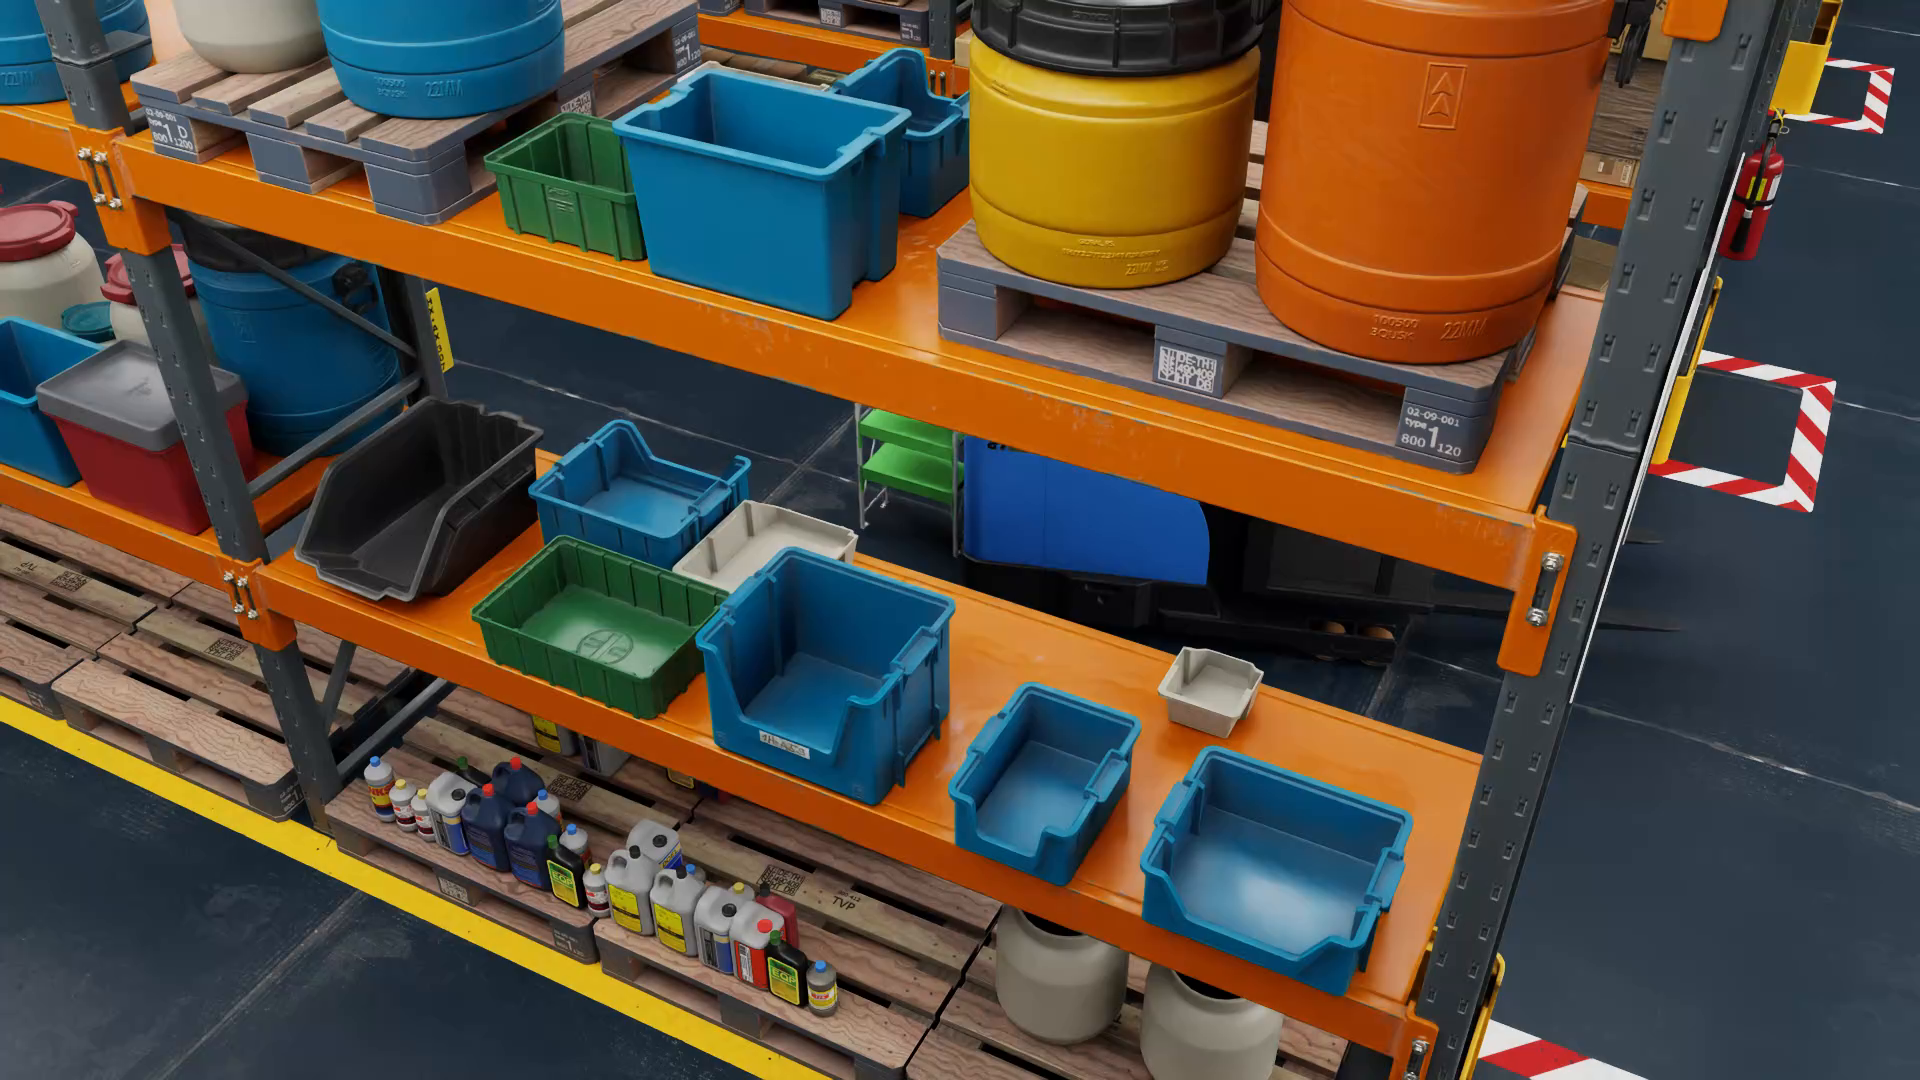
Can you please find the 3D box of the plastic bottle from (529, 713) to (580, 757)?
[{"bbox_3d":[-1.525,0.633,6.262,0.185,0.351,0.144,17,41,21],"label":"plastic bottle"}]

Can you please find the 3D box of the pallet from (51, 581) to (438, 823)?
[{"bbox_3d":[-2.878,0.565,6.831,1.213,0.211,1.003,17,41,21],"label":"pallet"}]

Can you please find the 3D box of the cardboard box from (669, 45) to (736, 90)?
[{"bbox_3d":[-1.828,-2.822,10.691,0.500,0.500,0.700,21,42,25],"label":"cardboard box"}]

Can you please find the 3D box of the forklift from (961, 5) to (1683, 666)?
[{"bbox_3d":[1.570,-0.983,6.621,3.031,2.935,1.130,6,38,8],"label":"forklift"}]

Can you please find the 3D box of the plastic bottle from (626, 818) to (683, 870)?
[{"bbox_3d":[-1.046,1.093,5.718,0.135,0.276,0.152,17,41,21],"label":"plastic bottle"}]

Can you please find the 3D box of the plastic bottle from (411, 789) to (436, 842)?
[{"bbox_3d":[-1.901,0.972,5.940,0.097,0.201,0.097,0,37,0],"label":"plastic bottle"}]

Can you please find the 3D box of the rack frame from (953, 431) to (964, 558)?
[{"bbox_3d":[0.029,-0.461,7.364,0.015,1.200,0.240,17,40,21],"label":"rack frame"}]

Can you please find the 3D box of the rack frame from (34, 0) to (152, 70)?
[{"bbox_3d":[-2.163,-2.738,3.914,0.127,3.000,1.000,17,41,21],"label":"rack frame"}]

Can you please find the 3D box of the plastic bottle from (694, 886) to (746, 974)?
[{"bbox_3d":[-0.778,1.275,5.478,0.135,0.276,0.152,16,40,20],"label":"plastic bottle"}]

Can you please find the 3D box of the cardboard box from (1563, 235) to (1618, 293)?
[{"bbox_3d":[3.120,-1.249,8.635,0.500,0.500,0.500,25,44,29],"label":"cardboard box"}]

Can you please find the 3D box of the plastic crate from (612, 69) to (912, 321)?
[{"bbox_3d":[-0.443,-0.793,3.846,0.575,0.384,0.392,17,41,21],"label":"plastic crate"}]

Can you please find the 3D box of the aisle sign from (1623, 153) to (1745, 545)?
[{"bbox_3d":[1.588,-0.409,3.658,0.004,0.787,0.394,17,41,21],"label":"aisle sign"}]

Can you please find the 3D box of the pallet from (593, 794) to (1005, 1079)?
[{"bbox_3d":[-0.498,1.310,5.850,1.213,0.211,1.003,17,41,21],"label":"pallet"}]

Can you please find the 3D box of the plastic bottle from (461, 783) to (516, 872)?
[{"bbox_3d":[-1.637,0.979,5.807,0.185,0.351,0.144,18,41,23],"label":"plastic bottle"}]

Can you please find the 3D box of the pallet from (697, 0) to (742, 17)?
[{"bbox_3d":[-1.660,-3.515,10.058,1.213,0.211,1.003,17,41,21],"label":"pallet"}]

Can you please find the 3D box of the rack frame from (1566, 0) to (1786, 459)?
[{"bbox_3d":[1.389,-1.626,2.449,0.127,3.000,1.000,17,41,21],"label":"rack frame"}]

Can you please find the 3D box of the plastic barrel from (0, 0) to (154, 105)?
[{"bbox_3d":[-2.714,-1.768,4.702,0.708,0.901,0.600,17,41,21],"label":"plastic barrel"}]

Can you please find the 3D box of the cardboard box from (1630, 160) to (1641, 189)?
[{"bbox_3d":[3.319,-1.764,7.800,0.250,0.149,0.380,17,41,21],"label":"cardboard box"}]

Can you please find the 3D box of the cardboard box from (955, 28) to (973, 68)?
[{"bbox_3d":[0.168,-2.686,9.016,0.250,0.149,0.380,17,41,21],"label":"cardboard box"}]

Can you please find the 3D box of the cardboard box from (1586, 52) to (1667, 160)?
[{"bbox_3d":[3.191,-2.221,7.867,0.500,0.500,0.875,17,41,21],"label":"cardboard box"}]

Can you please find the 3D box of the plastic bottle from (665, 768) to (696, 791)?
[{"bbox_3d":[-1.025,0.788,6.114,0.133,0.283,0.061,17,41,21],"label":"plastic bottle"}]

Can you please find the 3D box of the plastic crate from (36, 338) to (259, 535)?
[{"bbox_3d":[-2.733,-0.344,5.670,0.583,0.464,0.402,17,41,21],"label":"plastic crate"}]

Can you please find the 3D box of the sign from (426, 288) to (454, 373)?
[{"bbox_3d":[-1.900,-0.751,6.029,0.005,0.325,0.100,17,41,21],"label":"sign"}]

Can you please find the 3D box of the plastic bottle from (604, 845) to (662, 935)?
[{"bbox_3d":[-1.092,1.150,5.582,0.185,0.351,0.144,17,40,21],"label":"plastic bottle"}]

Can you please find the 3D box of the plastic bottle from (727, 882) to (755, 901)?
[{"bbox_3d":[-0.737,1.232,5.596,0.097,0.201,0.097,0,37,0],"label":"plastic bottle"}]

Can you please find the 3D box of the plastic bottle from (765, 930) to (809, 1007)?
[{"bbox_3d":[-0.555,1.373,5.344,0.133,0.283,0.061,18,41,23],"label":"plastic bottle"}]

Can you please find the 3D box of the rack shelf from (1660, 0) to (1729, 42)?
[{"bbox_3d":[-0.387,-1.736,3.520,4.000,0.370,1.077,17,41,21],"label":"rack shelf"}]

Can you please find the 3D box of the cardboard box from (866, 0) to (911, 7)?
[{"bbox_3d":[-0.526,-3.710,9.313,1.000,1.000,1.000,18,41,22],"label":"cardboard box"}]

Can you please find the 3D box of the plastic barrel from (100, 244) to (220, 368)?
[{"bbox_3d":[-2.911,-0.786,6.192,0.433,0.535,0.433,0,37,0],"label":"plastic barrel"}]

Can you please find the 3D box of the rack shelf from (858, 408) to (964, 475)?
[{"bbox_3d":[-0.189,-0.476,7.490,0.480,0.148,0.258,17,40,21],"label":"rack shelf"}]

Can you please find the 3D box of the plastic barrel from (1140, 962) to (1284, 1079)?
[{"bbox_3d":[0.770,1.446,5.075,0.421,0.512,0.421,0,37,0],"label":"plastic barrel"}]

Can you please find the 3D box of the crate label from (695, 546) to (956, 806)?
[{"bbox_3d":[-0.370,0.383,4.735,0.616,0.435,0.502,17,41,21],"label":"crate label"}]

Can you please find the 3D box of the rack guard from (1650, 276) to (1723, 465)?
[{"bbox_3d":[3.599,-0.921,8.549,0.348,0.500,1.175,17,41,21],"label":"rack guard"}]

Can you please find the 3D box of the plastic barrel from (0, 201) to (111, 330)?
[{"bbox_3d":[-3.563,-0.990,6.461,0.433,0.535,0.433,0,37,0],"label":"plastic barrel"}]

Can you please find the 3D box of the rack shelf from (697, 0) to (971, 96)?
[{"bbox_3d":[-1.661,-3.277,10.181,4.000,0.370,1.077,17,41,21],"label":"rack shelf"}]

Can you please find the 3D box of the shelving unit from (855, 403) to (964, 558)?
[{"bbox_3d":[-0.189,-0.527,7.451,0.503,1.200,0.258,17,40,21],"label":"shelving unit"}]

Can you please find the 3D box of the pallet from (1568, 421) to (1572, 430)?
[{"bbox_3d":[2.894,-1.051,8.959,1.213,0.211,1.003,17,41,21],"label":"pallet"}]

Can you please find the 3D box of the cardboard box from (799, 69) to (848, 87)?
[{"bbox_3d":[-0.835,-2.512,10.282,0.500,0.500,0.700,17,40,21],"label":"cardboard box"}]

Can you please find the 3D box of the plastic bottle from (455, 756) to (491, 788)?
[{"bbox_3d":[-1.733,0.900,5.966,0.133,0.283,0.061,17,41,21],"label":"plastic bottle"}]

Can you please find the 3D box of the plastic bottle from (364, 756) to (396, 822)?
[{"bbox_3d":[-2.081,0.887,5.993,0.097,0.271,0.097,0,37,0],"label":"plastic bottle"}]

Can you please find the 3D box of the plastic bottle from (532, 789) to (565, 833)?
[{"bbox_3d":[-1.453,0.986,5.863,0.097,0.271,0.097,0,37,0],"label":"plastic bottle"}]

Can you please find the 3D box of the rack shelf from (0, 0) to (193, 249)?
[{"bbox_3d":[-3.939,-1.813,5.771,4.000,0.370,1.077,17,41,21],"label":"rack shelf"}]

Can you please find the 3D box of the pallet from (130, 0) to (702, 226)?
[{"bbox_3d":[-1.477,-1.320,4.683,1.003,0.211,1.213,17,41,21],"label":"pallet"}]

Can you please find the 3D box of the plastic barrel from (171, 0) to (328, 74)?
[{"bbox_3d":[-1.871,-1.530,4.364,0.421,0.512,0.421,0,37,0],"label":"plastic barrel"}]

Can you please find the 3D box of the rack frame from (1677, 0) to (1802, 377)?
[{"bbox_3d":[3.667,-1.895,7.766,0.127,3.000,1.000,17,41,21],"label":"rack frame"}]

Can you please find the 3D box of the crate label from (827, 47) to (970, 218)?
[{"bbox_3d":[-0.121,-1.069,4.320,0.408,0.251,0.502,17,41,21],"label":"crate label"}]

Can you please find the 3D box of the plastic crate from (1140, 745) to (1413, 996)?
[{"bbox_3d":[0.807,0.845,4.279,0.616,0.251,0.499,17,41,21],"label":"plastic crate"}]

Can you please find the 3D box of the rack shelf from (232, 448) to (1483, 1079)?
[{"bbox_3d":[-0.387,0.494,5.213,4.000,0.370,1.077,17,41,21],"label":"rack shelf"}]

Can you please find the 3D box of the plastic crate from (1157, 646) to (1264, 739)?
[{"bbox_3d":[0.743,0.447,4.898,0.250,0.136,0.298,17,41,21],"label":"plastic crate"}]

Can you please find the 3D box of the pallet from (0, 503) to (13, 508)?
[{"bbox_3d":[-5.045,-0.114,7.725,1.213,0.211,1.003,17,41,21],"label":"pallet"}]

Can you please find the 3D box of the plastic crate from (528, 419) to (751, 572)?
[{"bbox_3d":[-1.055,-0.127,5.560,0.616,0.251,0.499,17,41,21],"label":"plastic crate"}]

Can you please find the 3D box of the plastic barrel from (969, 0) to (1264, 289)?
[{"bbox_3d":[0.318,-0.922,3.500,0.600,0.588,0.600,0,37,0],"label":"plastic barrel"}]

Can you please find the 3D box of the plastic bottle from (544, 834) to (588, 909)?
[{"bbox_3d":[-1.342,1.126,5.668,0.133,0.283,0.061,19,41,23],"label":"plastic bottle"}]
